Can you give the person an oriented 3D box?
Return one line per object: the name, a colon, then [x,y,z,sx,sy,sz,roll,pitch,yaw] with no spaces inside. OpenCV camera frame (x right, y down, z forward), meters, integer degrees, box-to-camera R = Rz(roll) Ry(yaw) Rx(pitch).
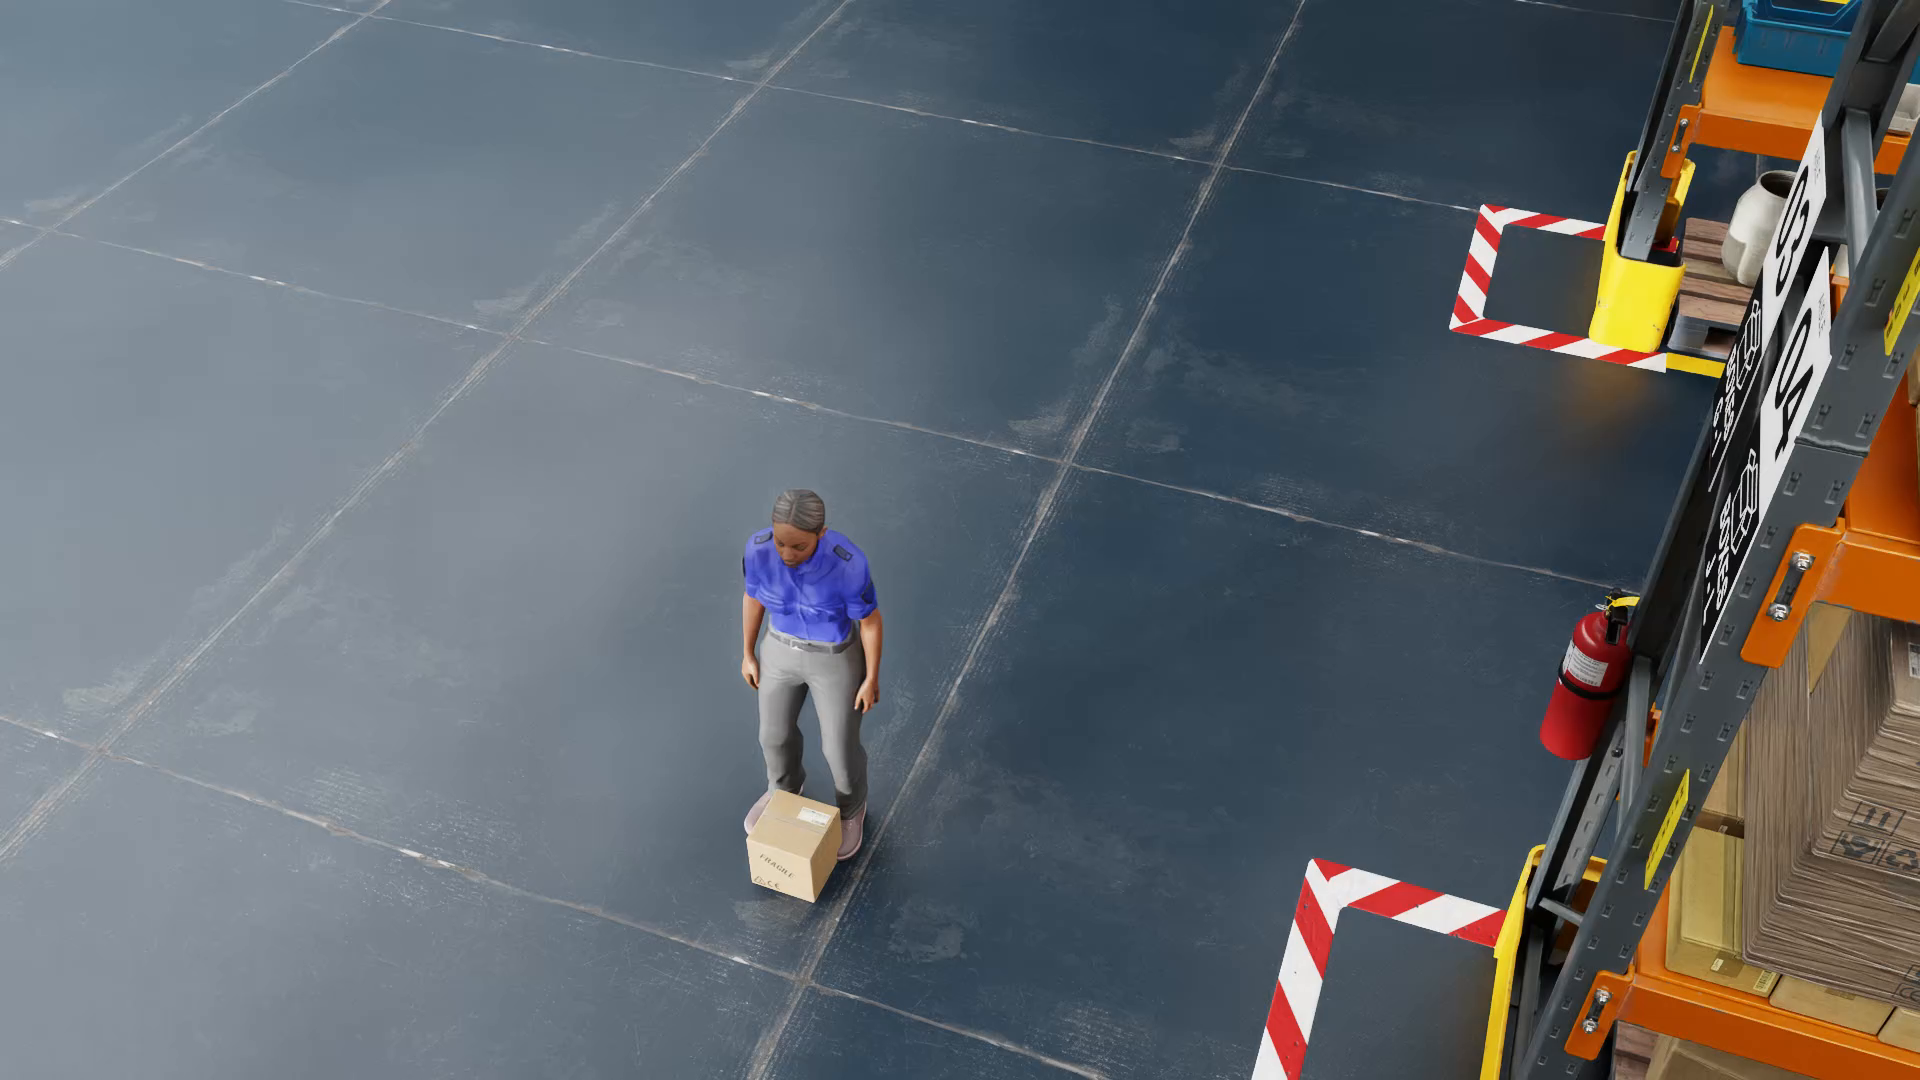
person: [-0.521,0.429,5.684,0.527,1.653,0.355,11,43,12]
